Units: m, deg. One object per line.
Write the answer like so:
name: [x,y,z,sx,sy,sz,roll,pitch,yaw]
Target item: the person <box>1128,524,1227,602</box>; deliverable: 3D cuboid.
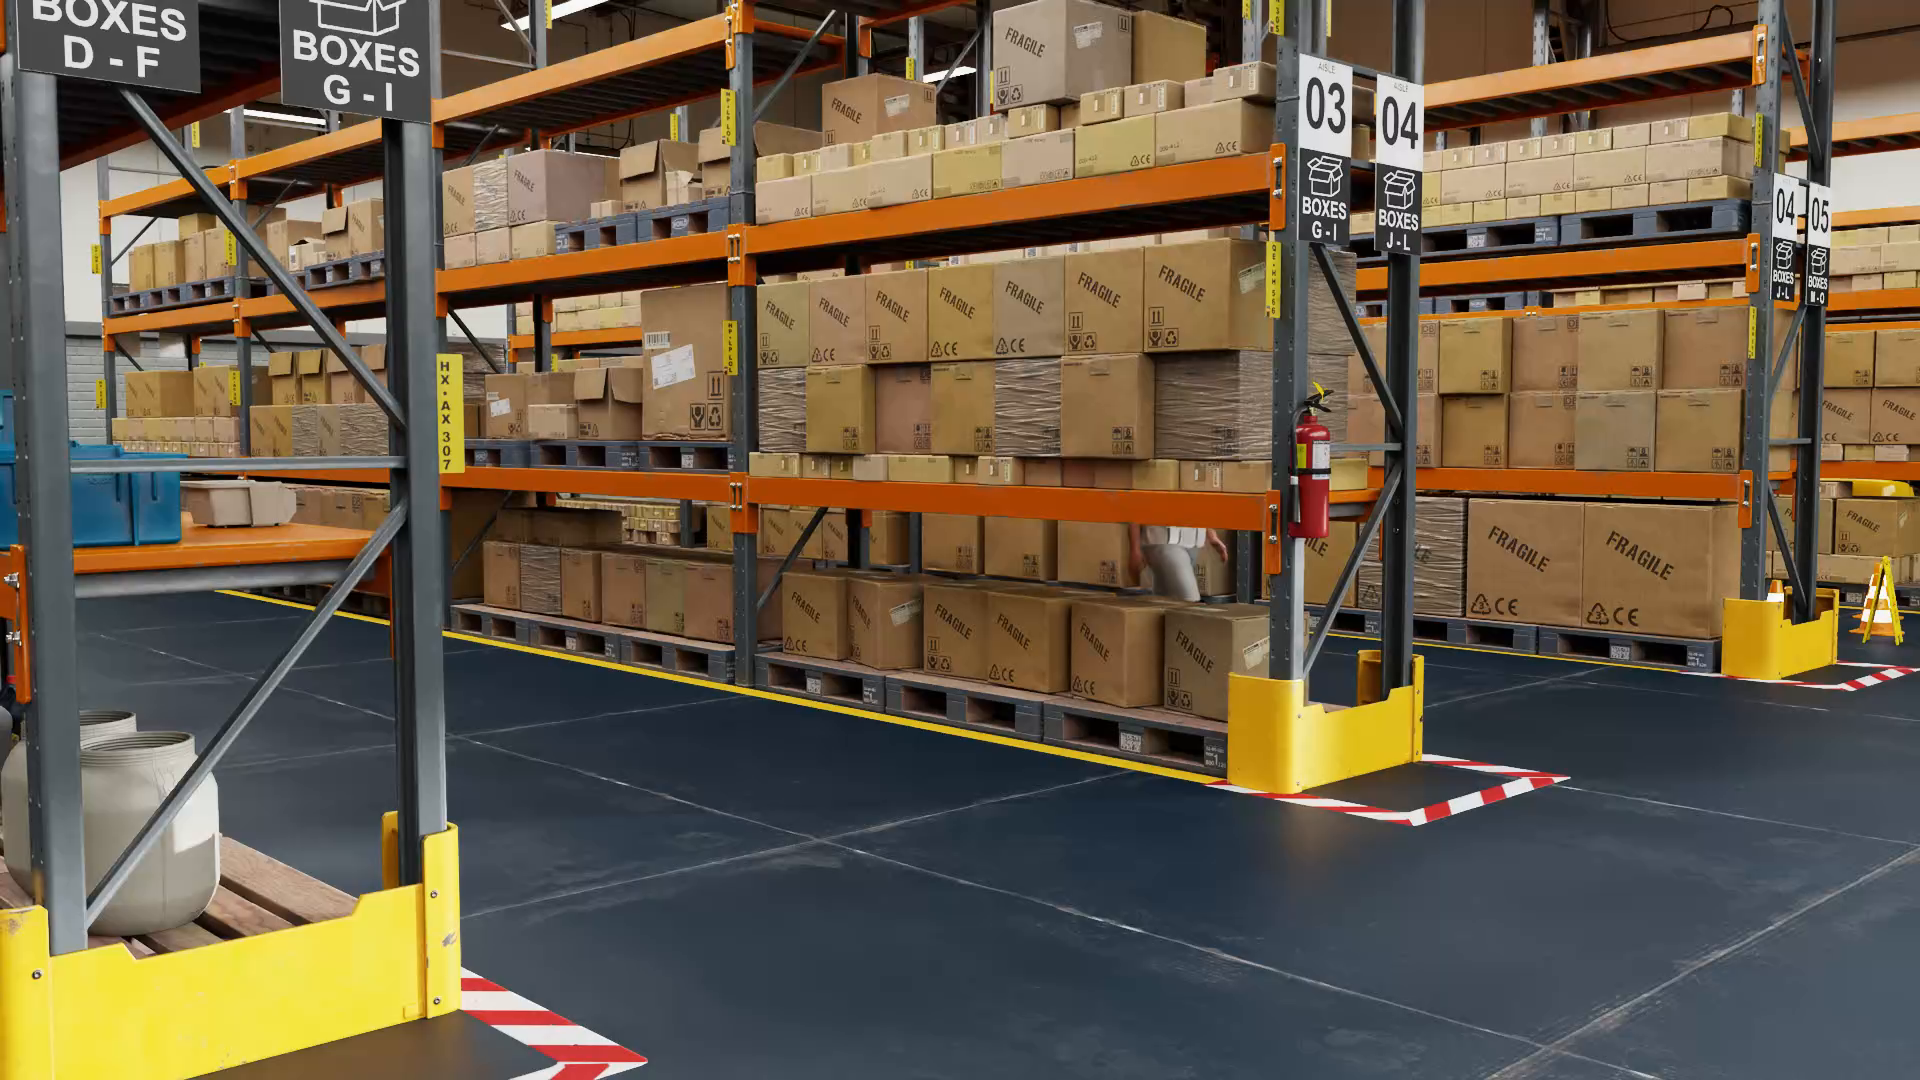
person: [1.357,0.011,10.385,1.075,1.713,0.538,4,5,43]
